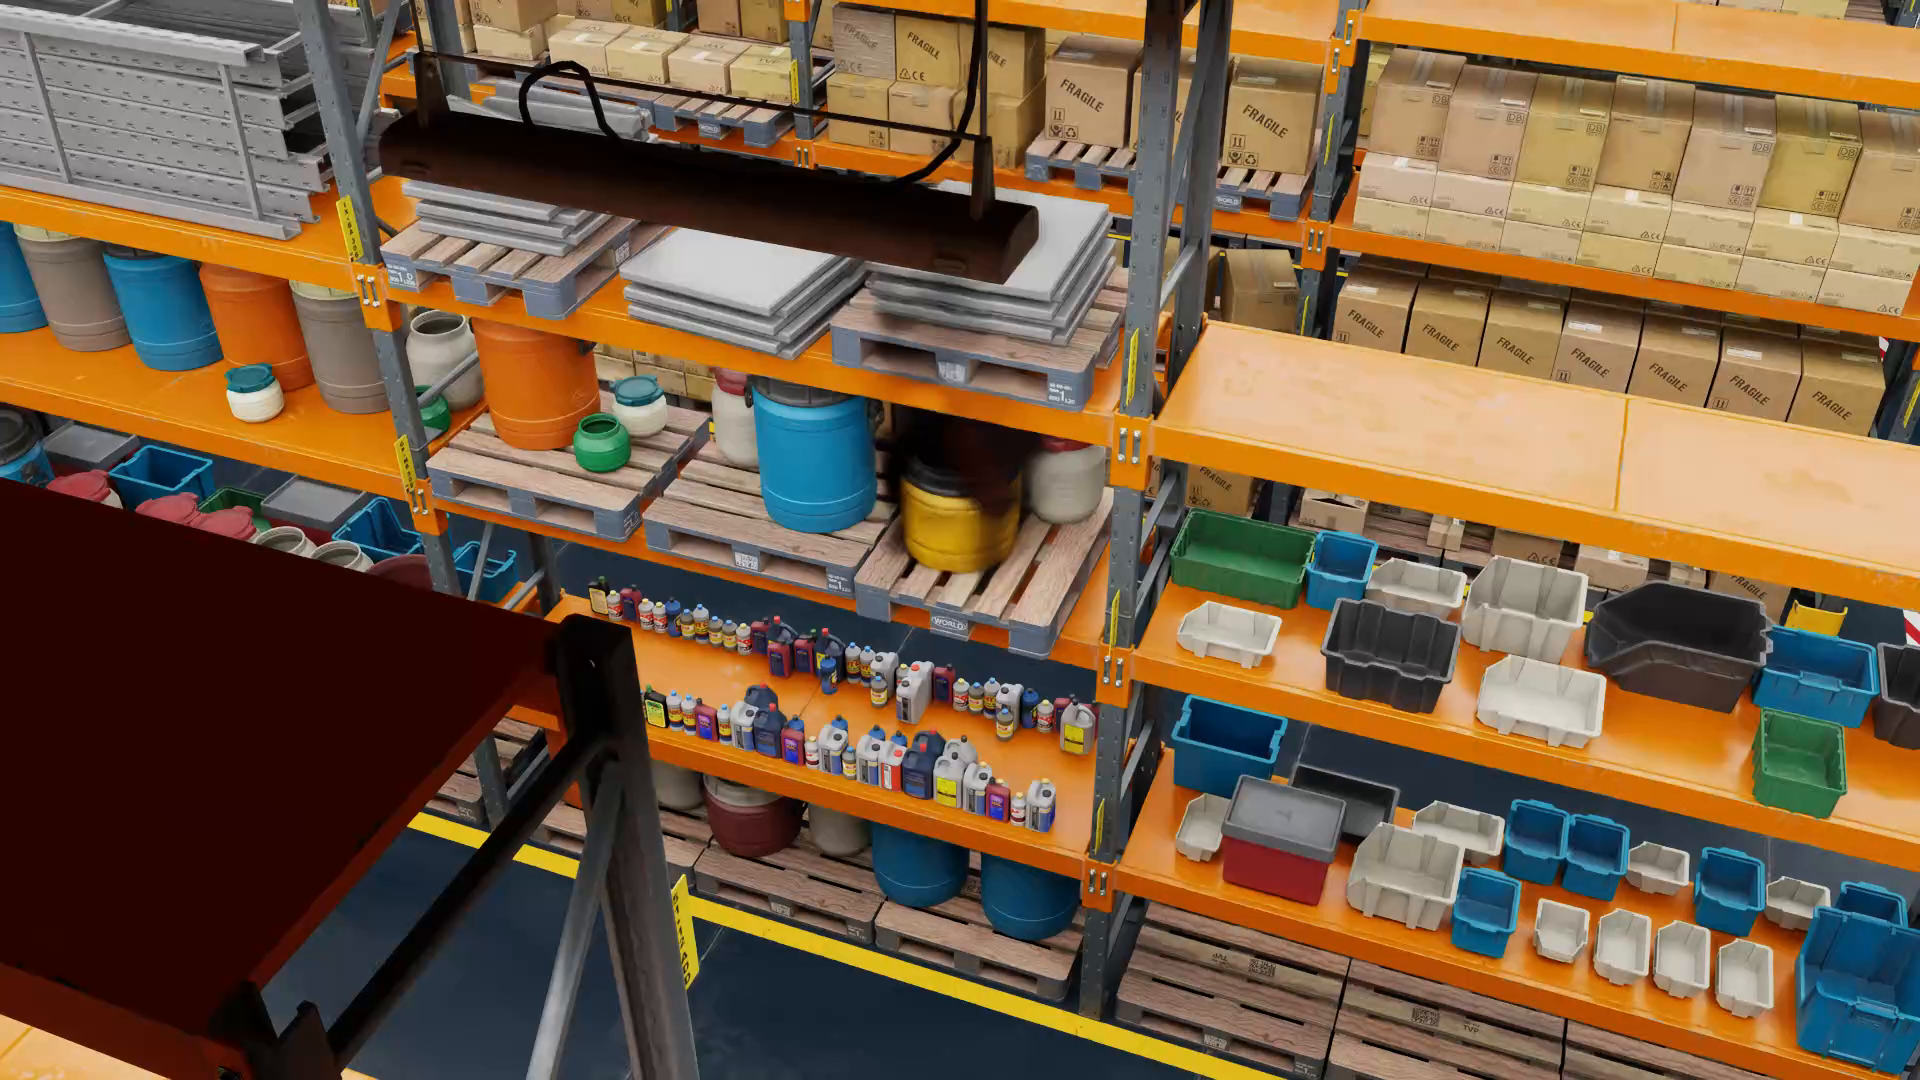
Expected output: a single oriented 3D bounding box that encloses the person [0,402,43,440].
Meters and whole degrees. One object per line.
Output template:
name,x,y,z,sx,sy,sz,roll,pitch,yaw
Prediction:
person,-7.796,-1.138,13.635,0.700,1.572,0.688,13,38,17
